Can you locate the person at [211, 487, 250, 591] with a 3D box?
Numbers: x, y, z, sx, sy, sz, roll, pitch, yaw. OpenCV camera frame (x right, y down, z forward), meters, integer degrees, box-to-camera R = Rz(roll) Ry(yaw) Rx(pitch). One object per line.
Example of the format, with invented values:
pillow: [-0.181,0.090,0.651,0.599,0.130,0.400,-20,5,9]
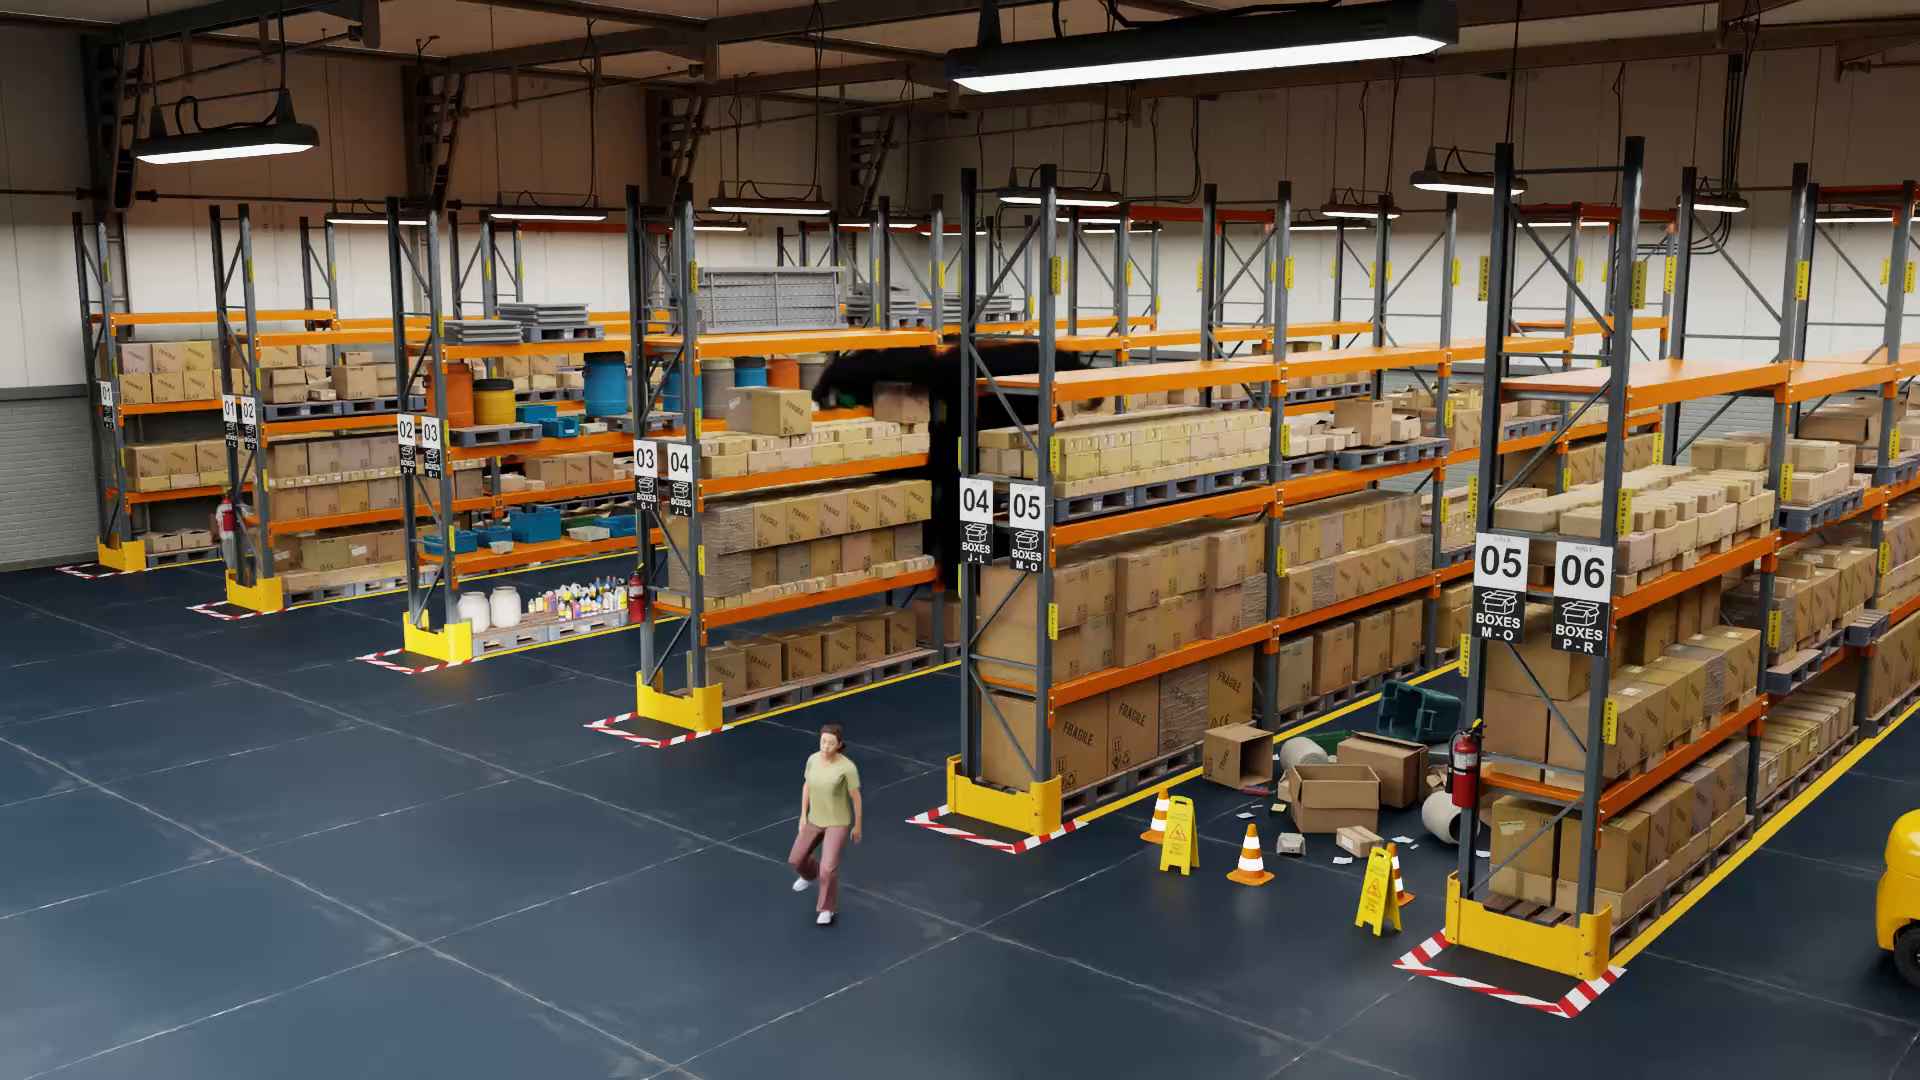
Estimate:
person: [-11.611,-0.053,26.605,0.598,1.654,0.765,2,10,12]

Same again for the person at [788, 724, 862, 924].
person: [-1.086,2.193,13.210,0.737,1.608,0.574,4,10,23]
